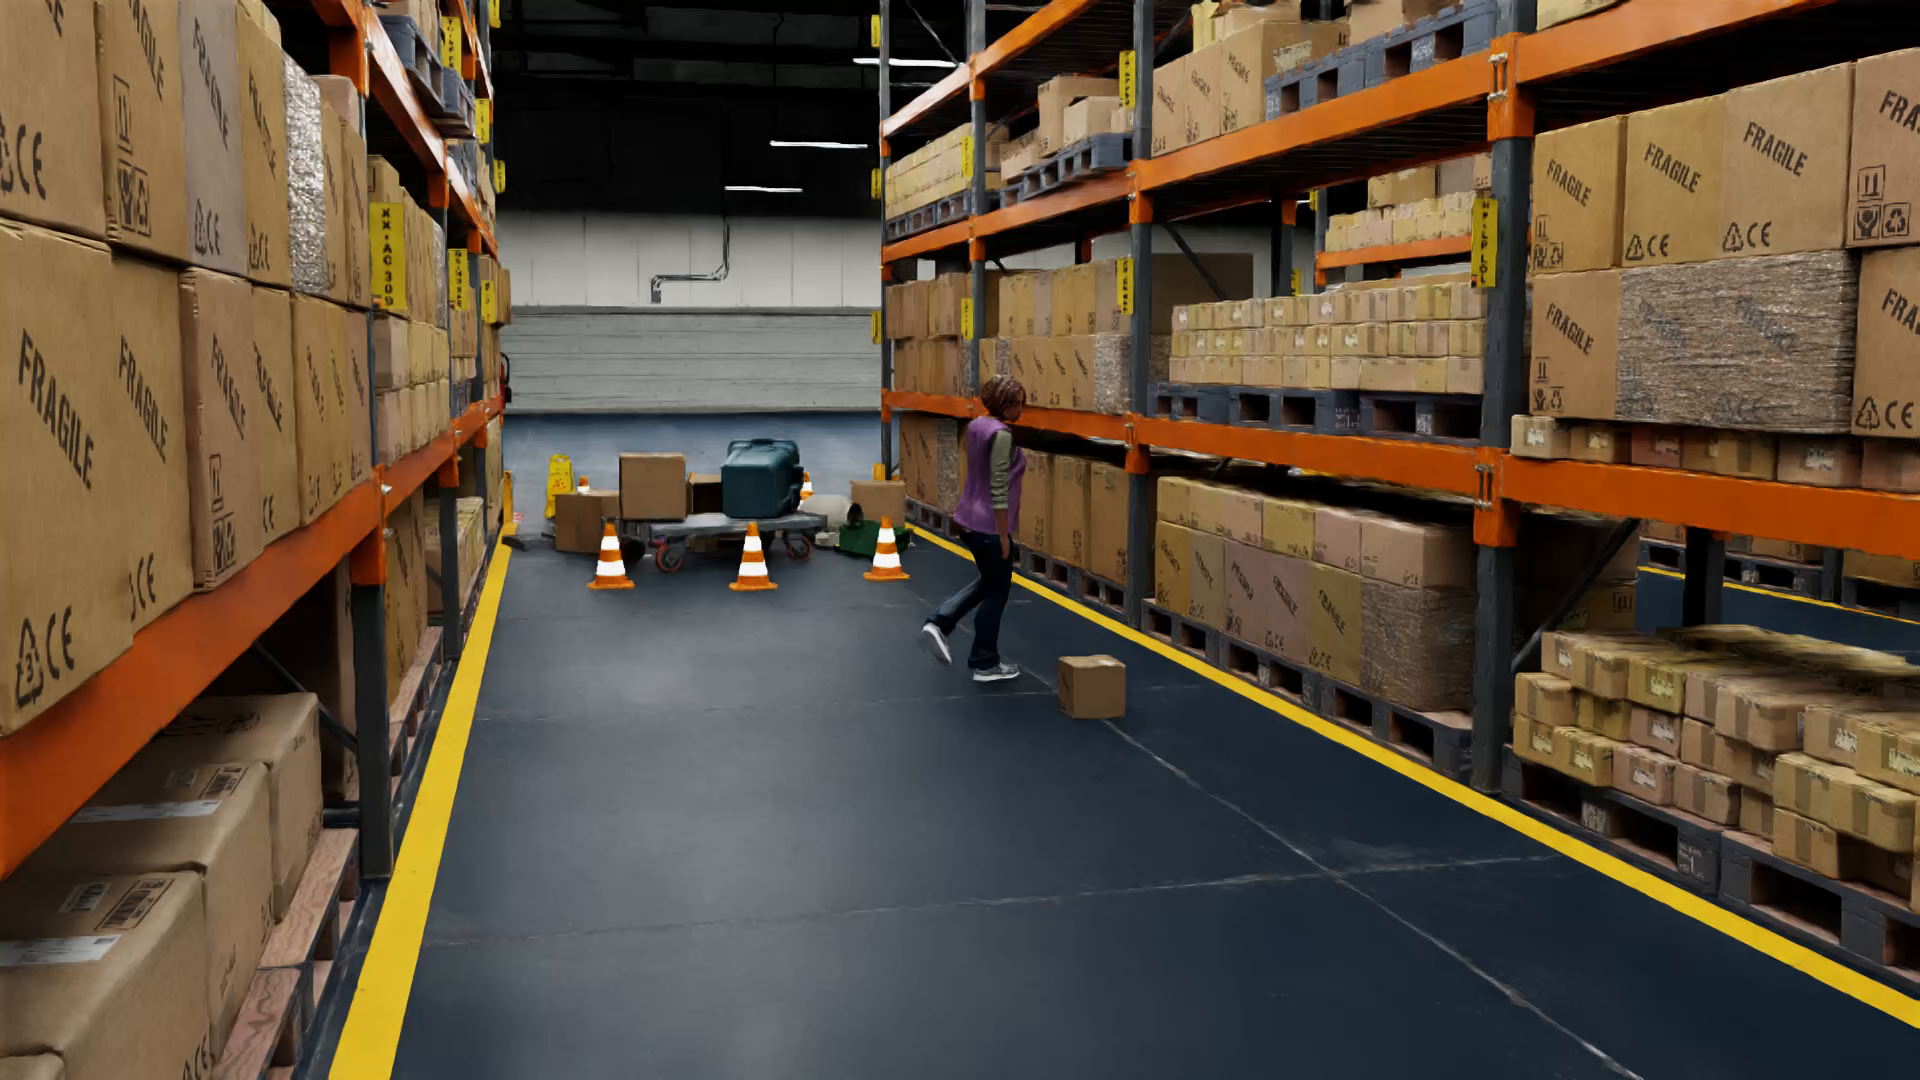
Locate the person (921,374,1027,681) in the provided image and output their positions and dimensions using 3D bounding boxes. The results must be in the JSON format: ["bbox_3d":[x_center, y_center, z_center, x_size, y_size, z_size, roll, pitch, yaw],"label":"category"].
[{"bbox_3d":[0.102,-0.047,8.362,0.545,1.571,0.463,-3,7,-23],"label":"person"}]
